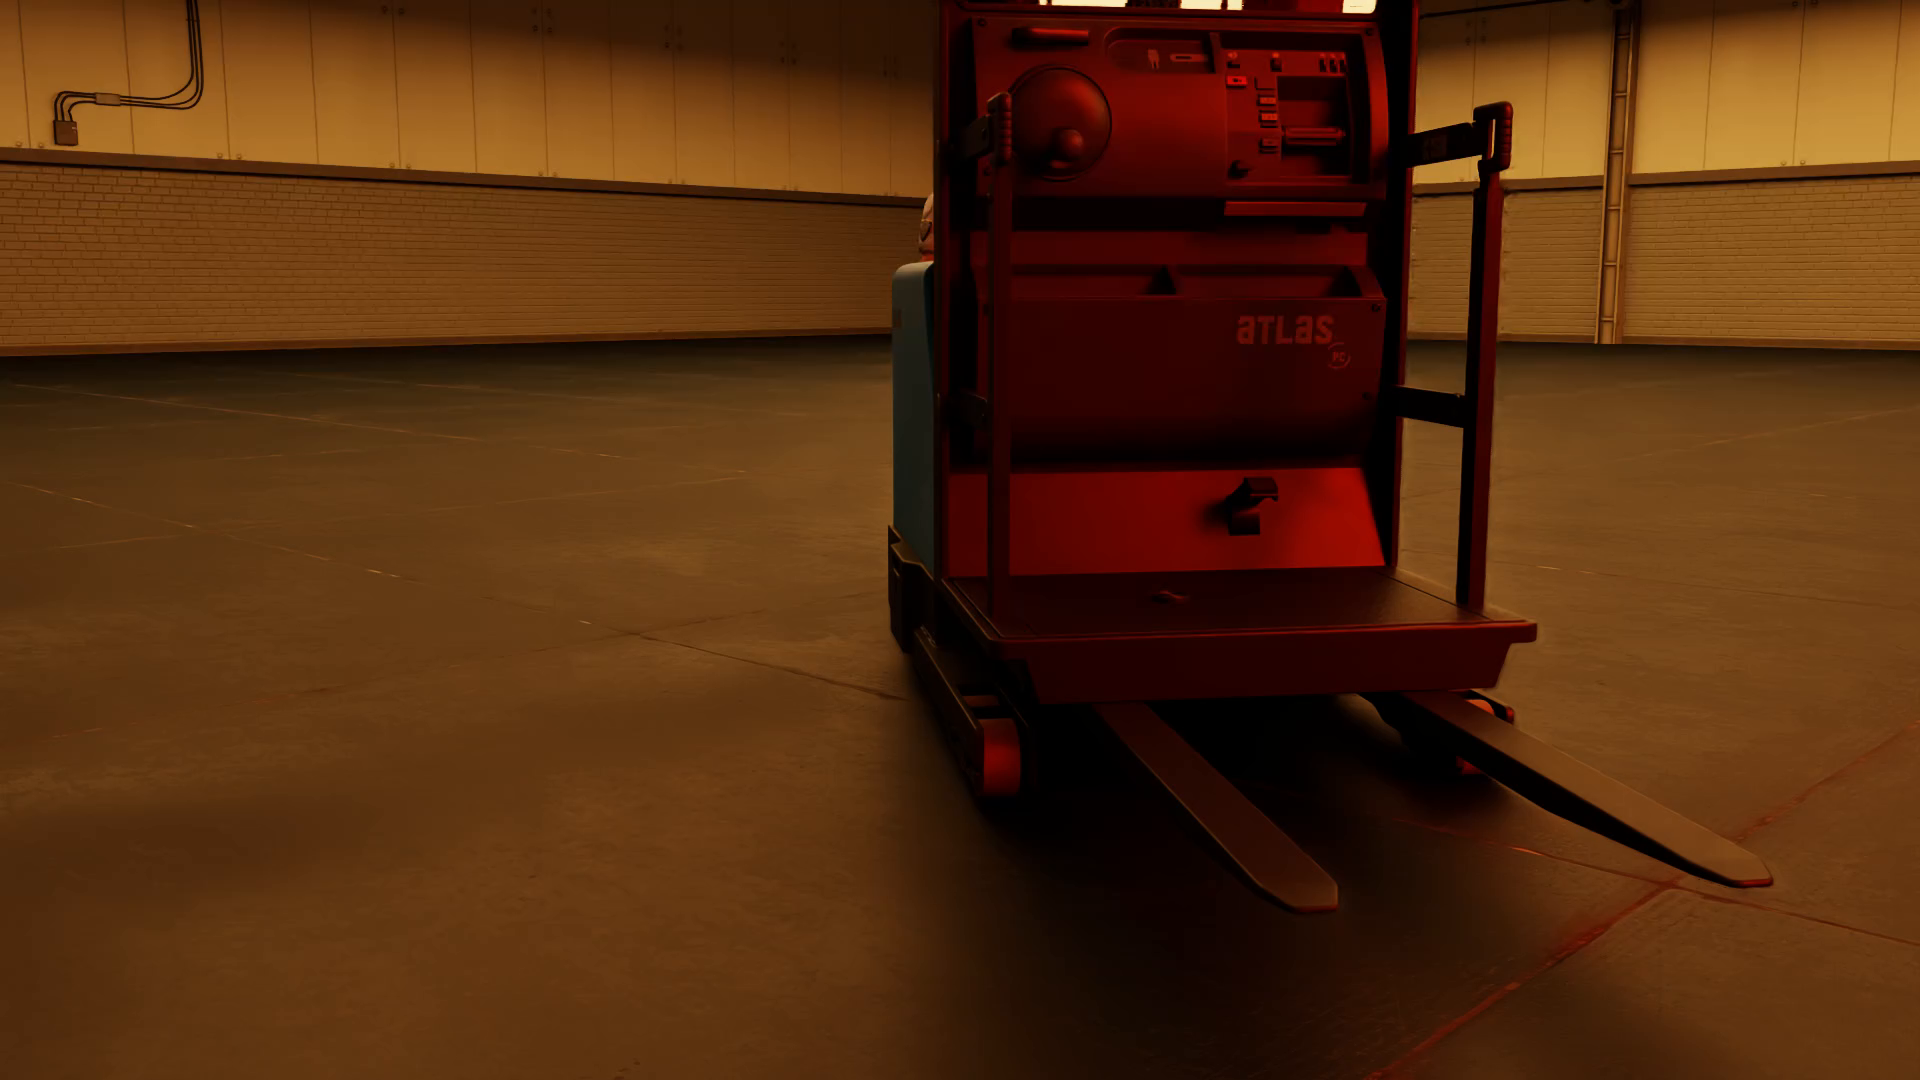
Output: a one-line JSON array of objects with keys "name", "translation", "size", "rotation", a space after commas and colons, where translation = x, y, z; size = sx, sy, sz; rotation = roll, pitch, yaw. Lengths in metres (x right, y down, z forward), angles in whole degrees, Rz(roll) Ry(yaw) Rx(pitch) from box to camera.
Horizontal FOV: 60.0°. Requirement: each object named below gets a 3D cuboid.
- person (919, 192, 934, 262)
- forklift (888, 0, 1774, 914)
[{"name": "person", "translation": [-0.048, -0.835, 6.671], "size": [0.503, 1.651, 0.598], "rotation": [8, 12, 43]}, {"name": "forklift", "translation": [0.522, -0.991, 3.452], "size": [1.130, 2.935, 3.031], "rotation": [-1, 9, -9]}]
